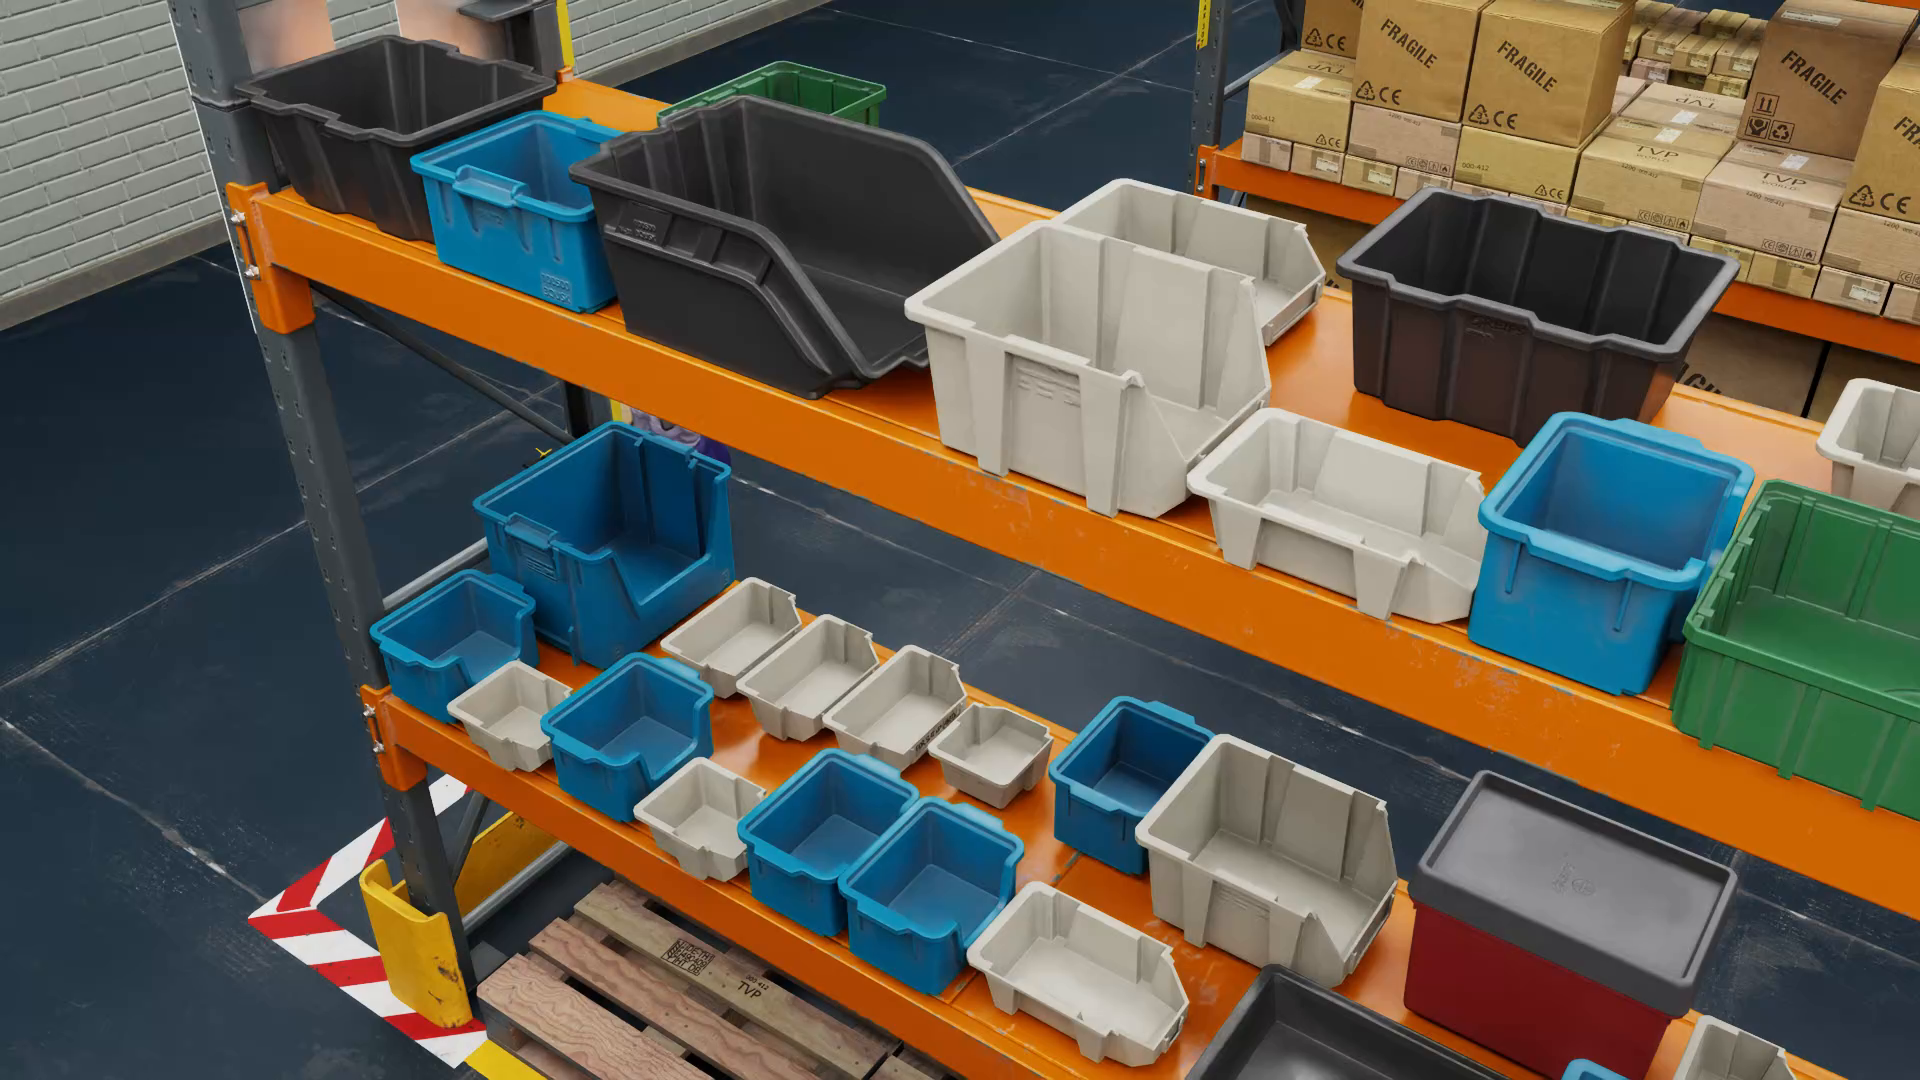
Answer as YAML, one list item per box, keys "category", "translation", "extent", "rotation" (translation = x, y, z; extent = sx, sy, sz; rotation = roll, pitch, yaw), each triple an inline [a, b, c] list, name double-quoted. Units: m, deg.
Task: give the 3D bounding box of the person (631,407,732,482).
- category: "person"
  translation: [-1.161, -0.232, 6.500]
  extent: [0.515, 1.634, 0.452]
  rotation: [0, 35, 0]
